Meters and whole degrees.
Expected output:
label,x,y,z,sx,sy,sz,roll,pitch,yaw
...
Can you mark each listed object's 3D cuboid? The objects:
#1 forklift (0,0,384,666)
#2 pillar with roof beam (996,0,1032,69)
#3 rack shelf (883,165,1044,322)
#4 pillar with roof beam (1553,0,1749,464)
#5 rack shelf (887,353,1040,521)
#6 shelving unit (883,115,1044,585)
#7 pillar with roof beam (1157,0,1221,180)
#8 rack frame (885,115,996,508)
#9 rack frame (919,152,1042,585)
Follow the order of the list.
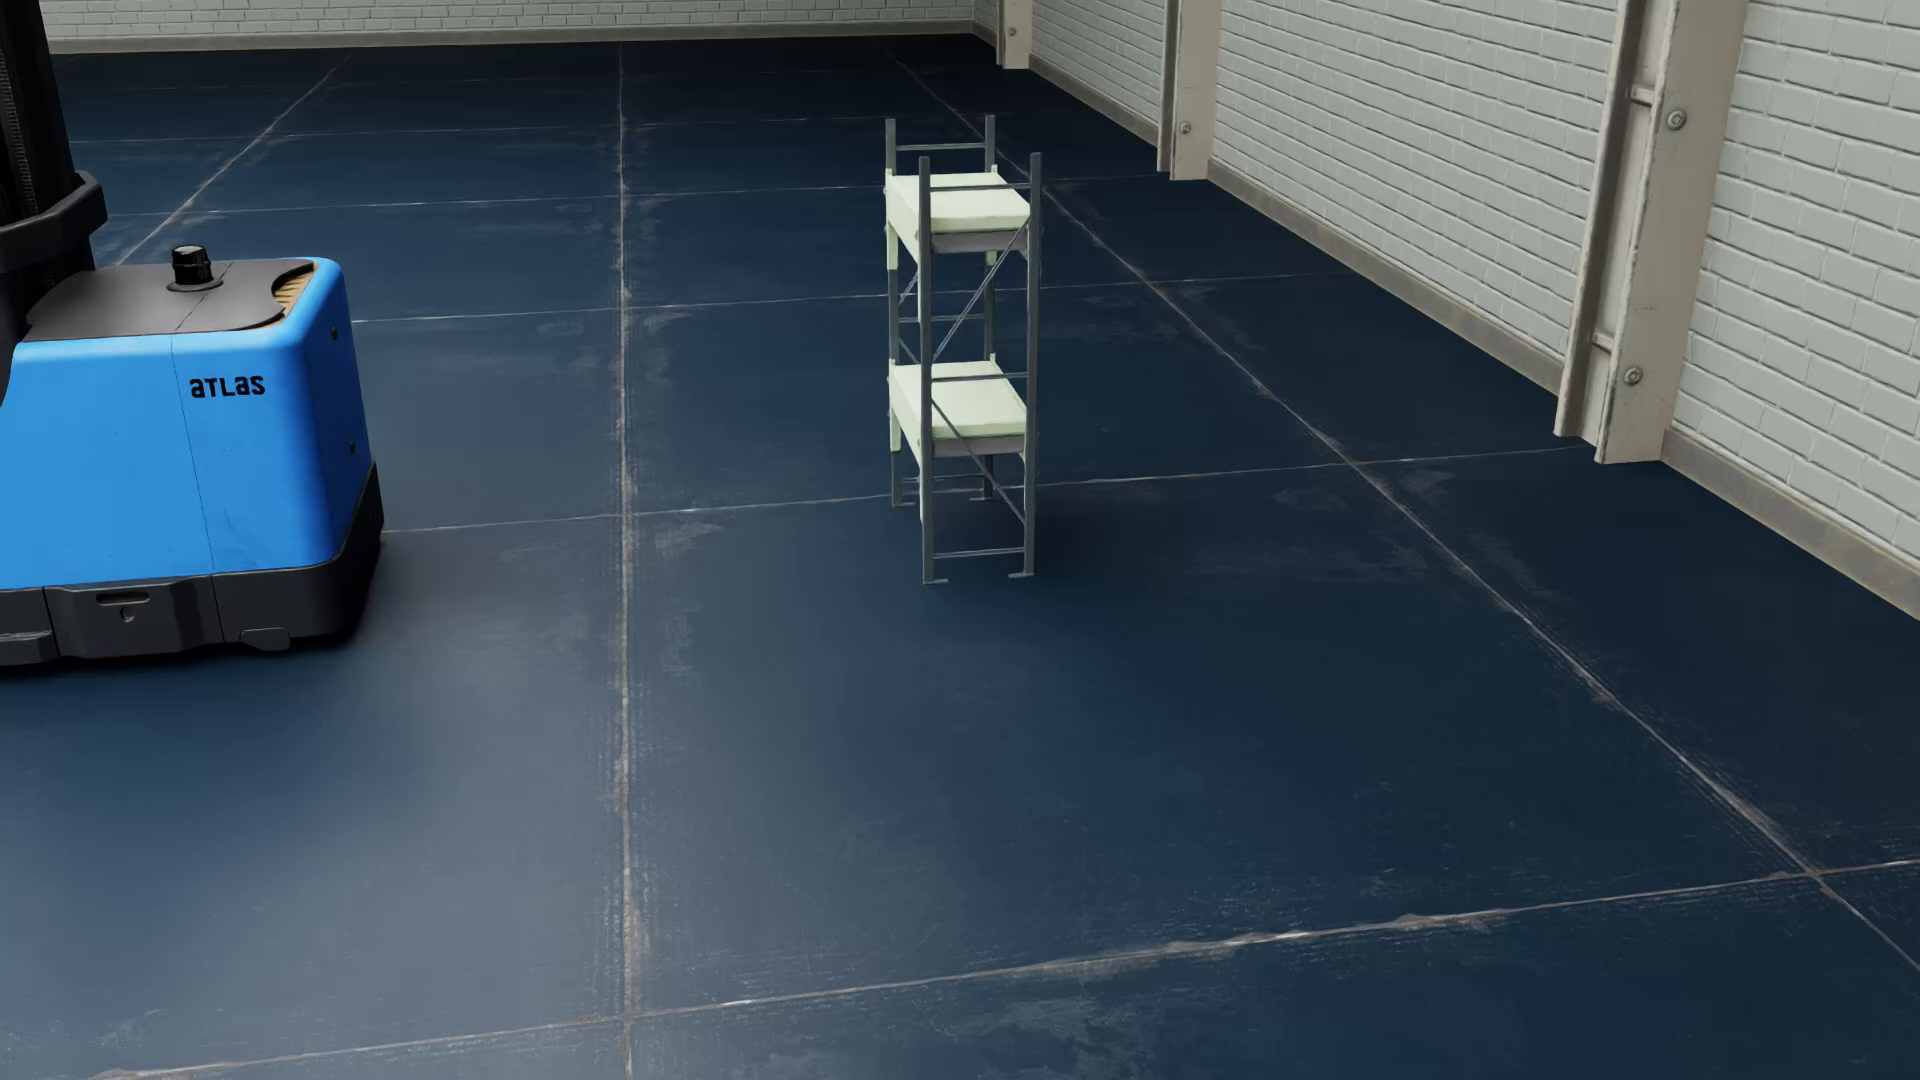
label,x,y,z,sx,sy,sz,roll,pitch,yaw
forklift,-3.564,-1.066,5.029,3.031,2.935,1.130,-4,24,-10
pillar with roof beam,-3.647,-8.933,15.461,9.100,9.000,0.400,-4,24,-10
rack shelf,-0.001,-1.048,5.800,0.431,0.370,0.720,-4,24,-10
pillar with roof beam,-1.428,-4.213,4.654,9.100,9.000,0.400,-4,24,-10
rack shelf,-0.001,-0.391,6.086,0.431,0.370,0.720,-4,24,-10
shelving unit,-0.001,-0.690,5.956,0.431,1.500,0.755,-4,24,-10
pillar with roof beam,-2.537,-6.573,10.058,9.100,9.000,0.400,-4,24,-10
rack frame,-0.069,-0.834,6.285,0.400,1.500,0.023,-4,24,-10
rack frame,0.066,-0.546,5.626,0.400,1.500,0.023,-4,24,-10
